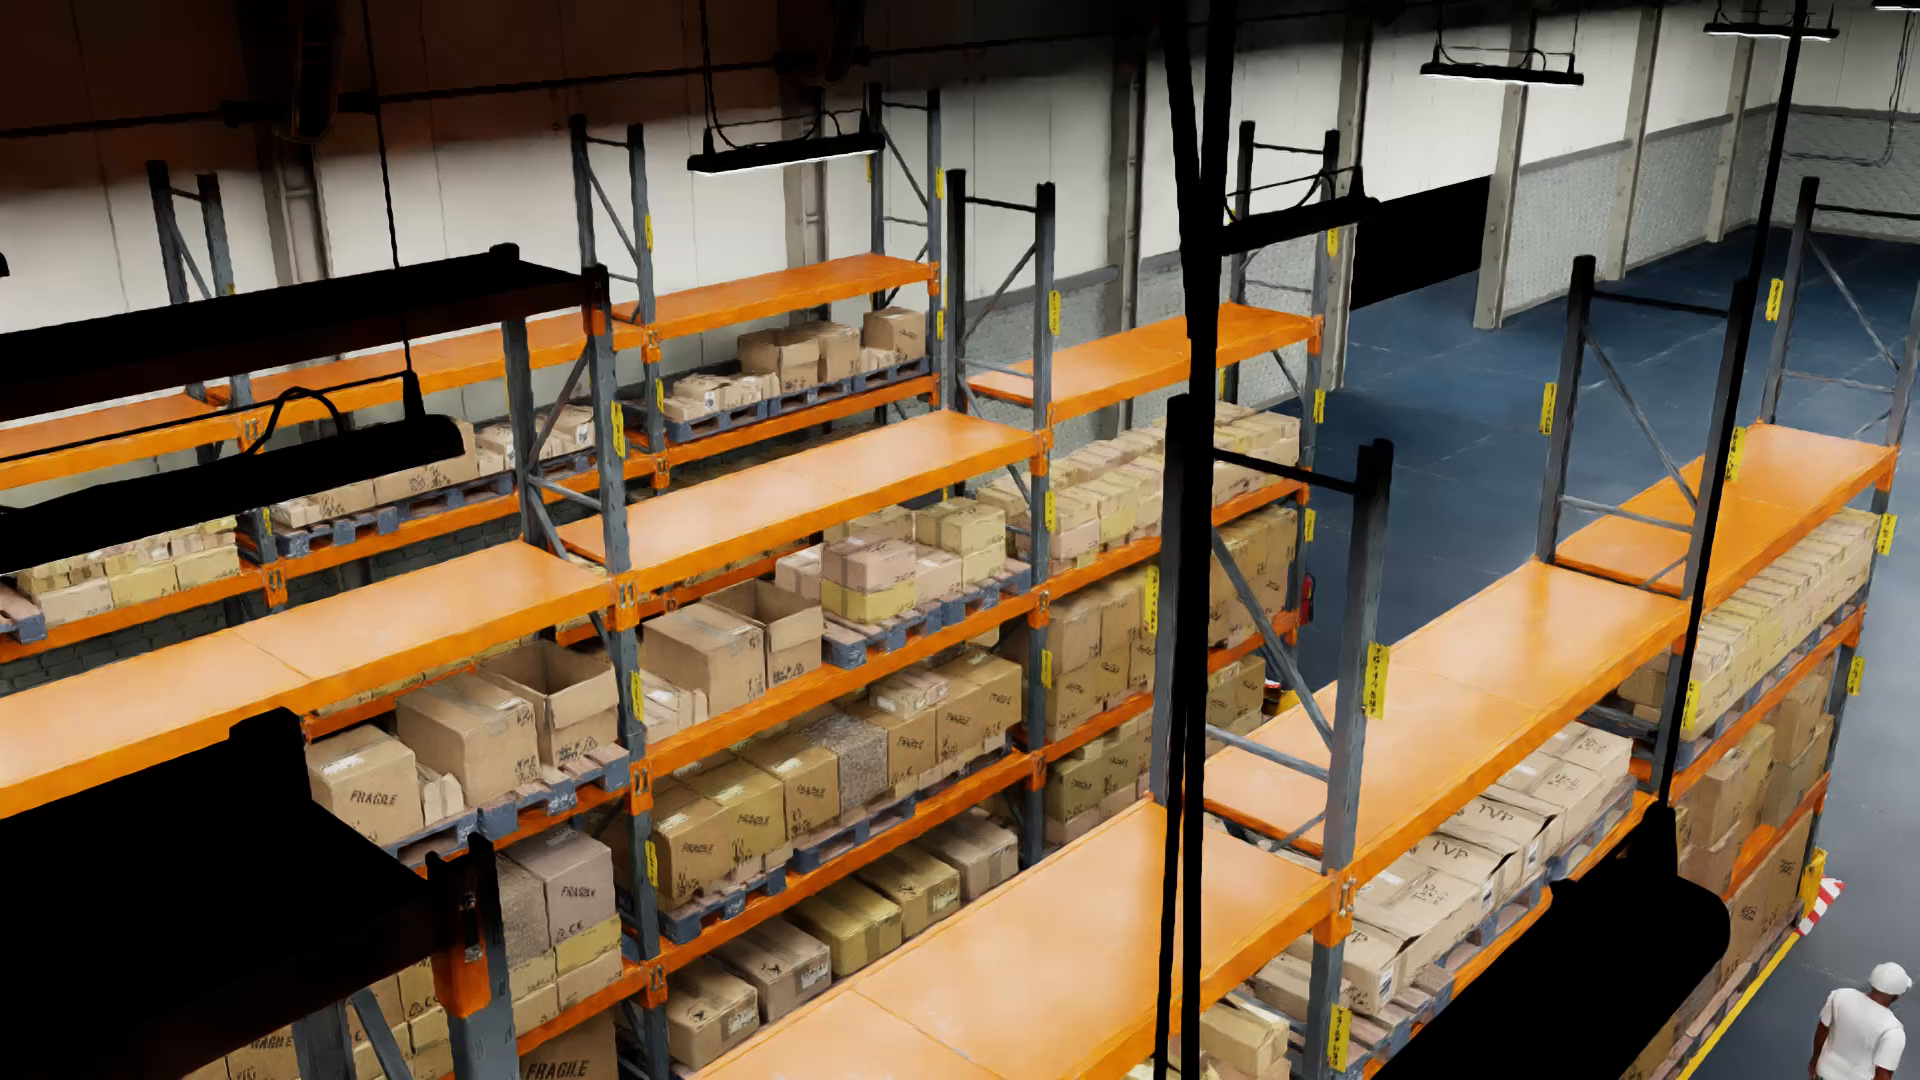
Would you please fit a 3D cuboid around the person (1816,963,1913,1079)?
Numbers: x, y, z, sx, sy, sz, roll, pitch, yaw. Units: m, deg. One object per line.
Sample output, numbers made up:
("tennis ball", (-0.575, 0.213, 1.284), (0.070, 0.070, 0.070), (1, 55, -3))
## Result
("person", (5.720, 3.476, 10.719), (0.971, 1.712, 0.582), (-10, 23, -24))
